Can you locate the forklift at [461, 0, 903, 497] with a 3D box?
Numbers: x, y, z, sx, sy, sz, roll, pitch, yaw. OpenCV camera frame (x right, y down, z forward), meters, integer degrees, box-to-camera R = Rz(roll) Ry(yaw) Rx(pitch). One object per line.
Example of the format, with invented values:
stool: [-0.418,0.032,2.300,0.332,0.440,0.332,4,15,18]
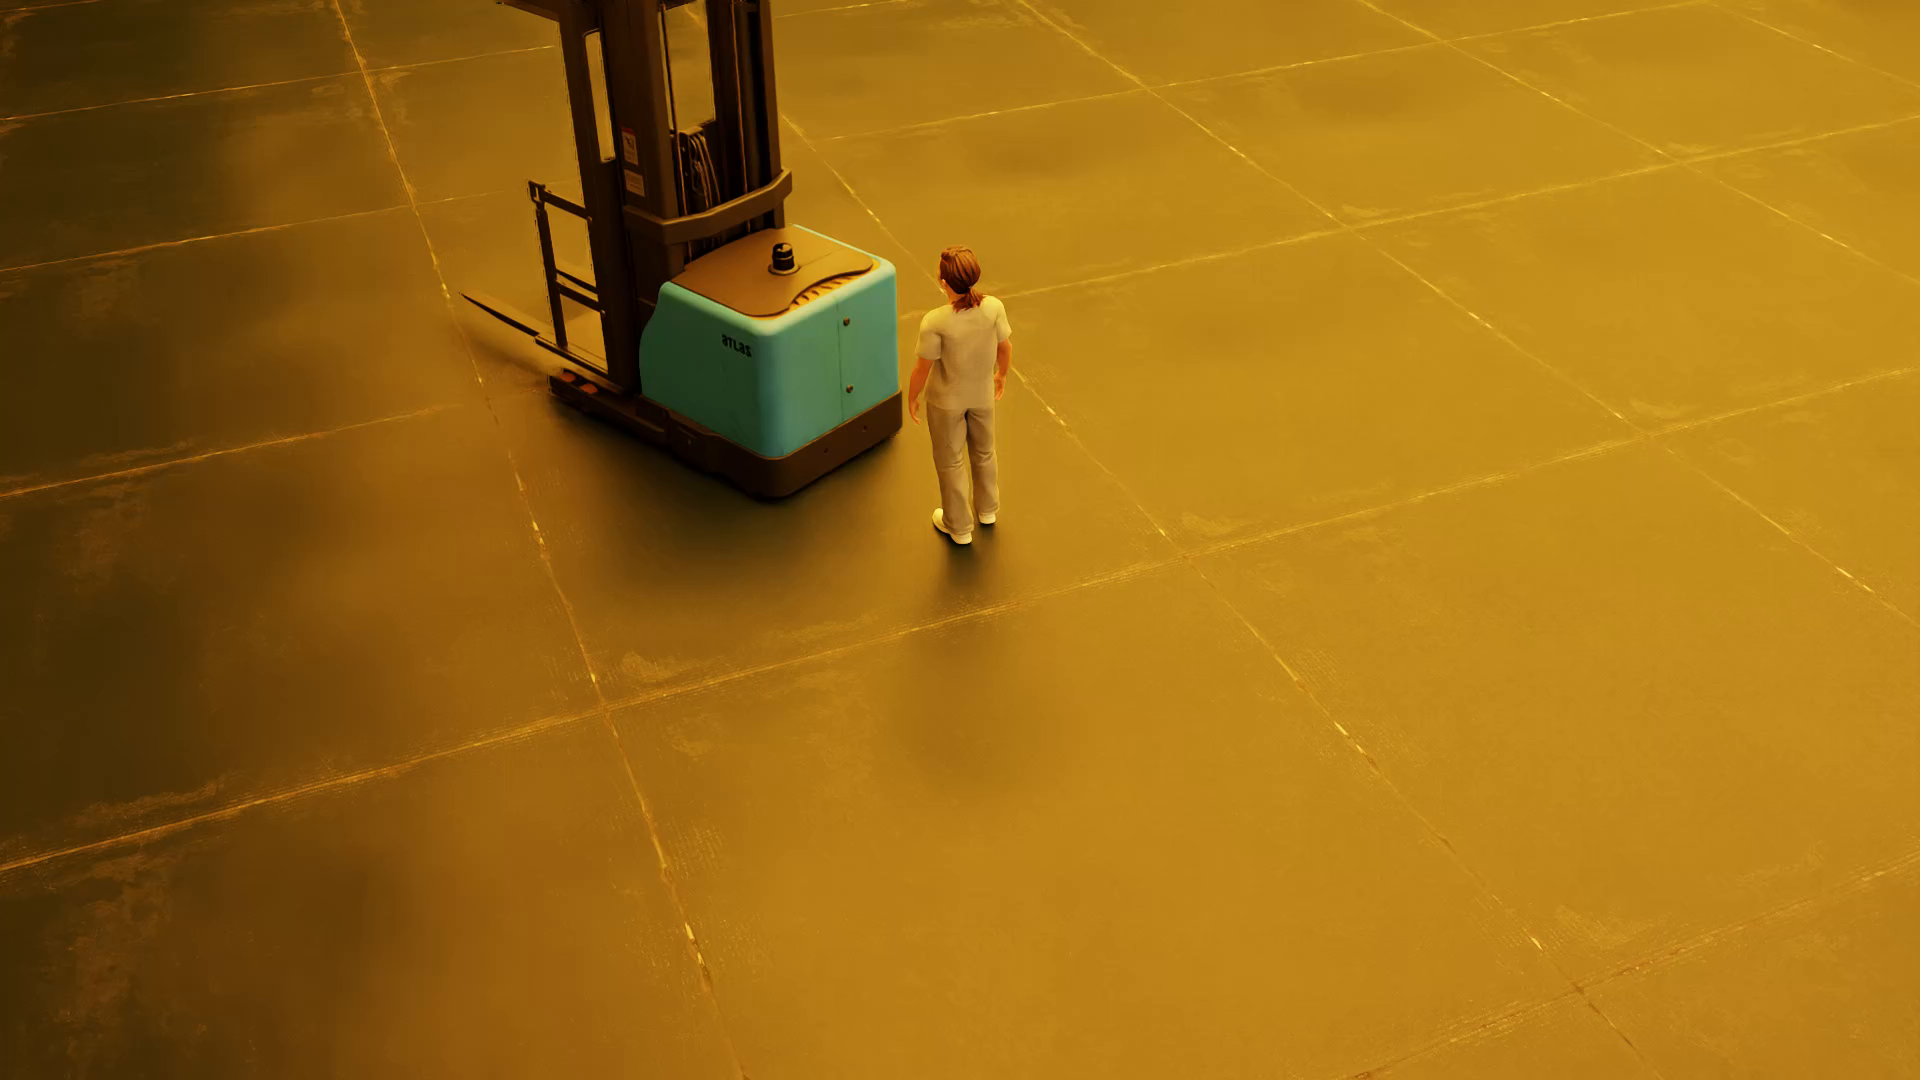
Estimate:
forklift: [-1.769,-2.141,9.110,3.031,2.935,1.130,27,43,32]

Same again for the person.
person: [-0.017,-0.731,8.197,0.550,1.675,0.549,-14,38,-19]
